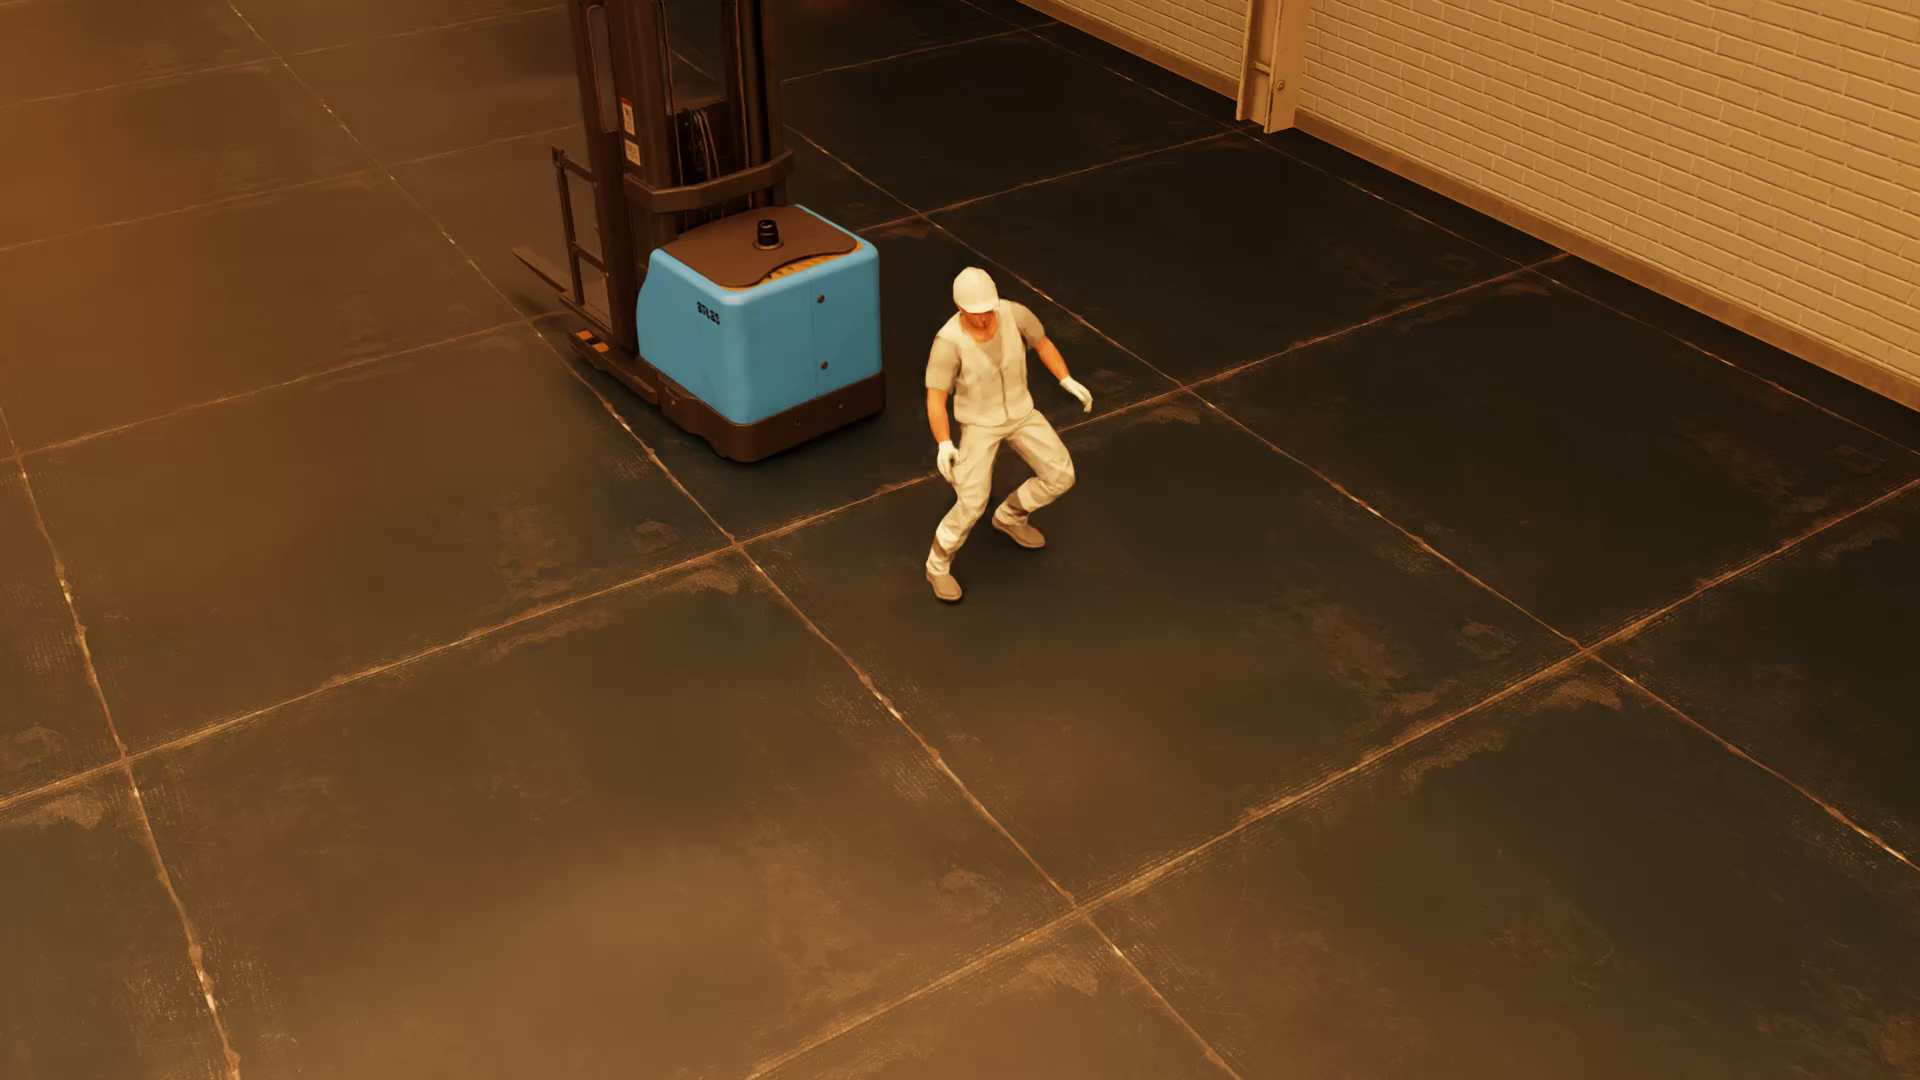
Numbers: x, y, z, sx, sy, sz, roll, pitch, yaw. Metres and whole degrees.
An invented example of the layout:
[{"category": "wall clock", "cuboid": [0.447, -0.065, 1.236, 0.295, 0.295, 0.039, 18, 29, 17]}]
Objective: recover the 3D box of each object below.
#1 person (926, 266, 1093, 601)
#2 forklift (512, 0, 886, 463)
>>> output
[{"category": "person", "cuboid": [0.191, -0.550, 8.075, 0.907, 1.624, 0.632, -17, 39, -23]}, {"category": "forklift", "cuboid": [-1.758, -2.404, 9.569, 1.130, 2.935, 3.031, -26, 42, -32]}]
